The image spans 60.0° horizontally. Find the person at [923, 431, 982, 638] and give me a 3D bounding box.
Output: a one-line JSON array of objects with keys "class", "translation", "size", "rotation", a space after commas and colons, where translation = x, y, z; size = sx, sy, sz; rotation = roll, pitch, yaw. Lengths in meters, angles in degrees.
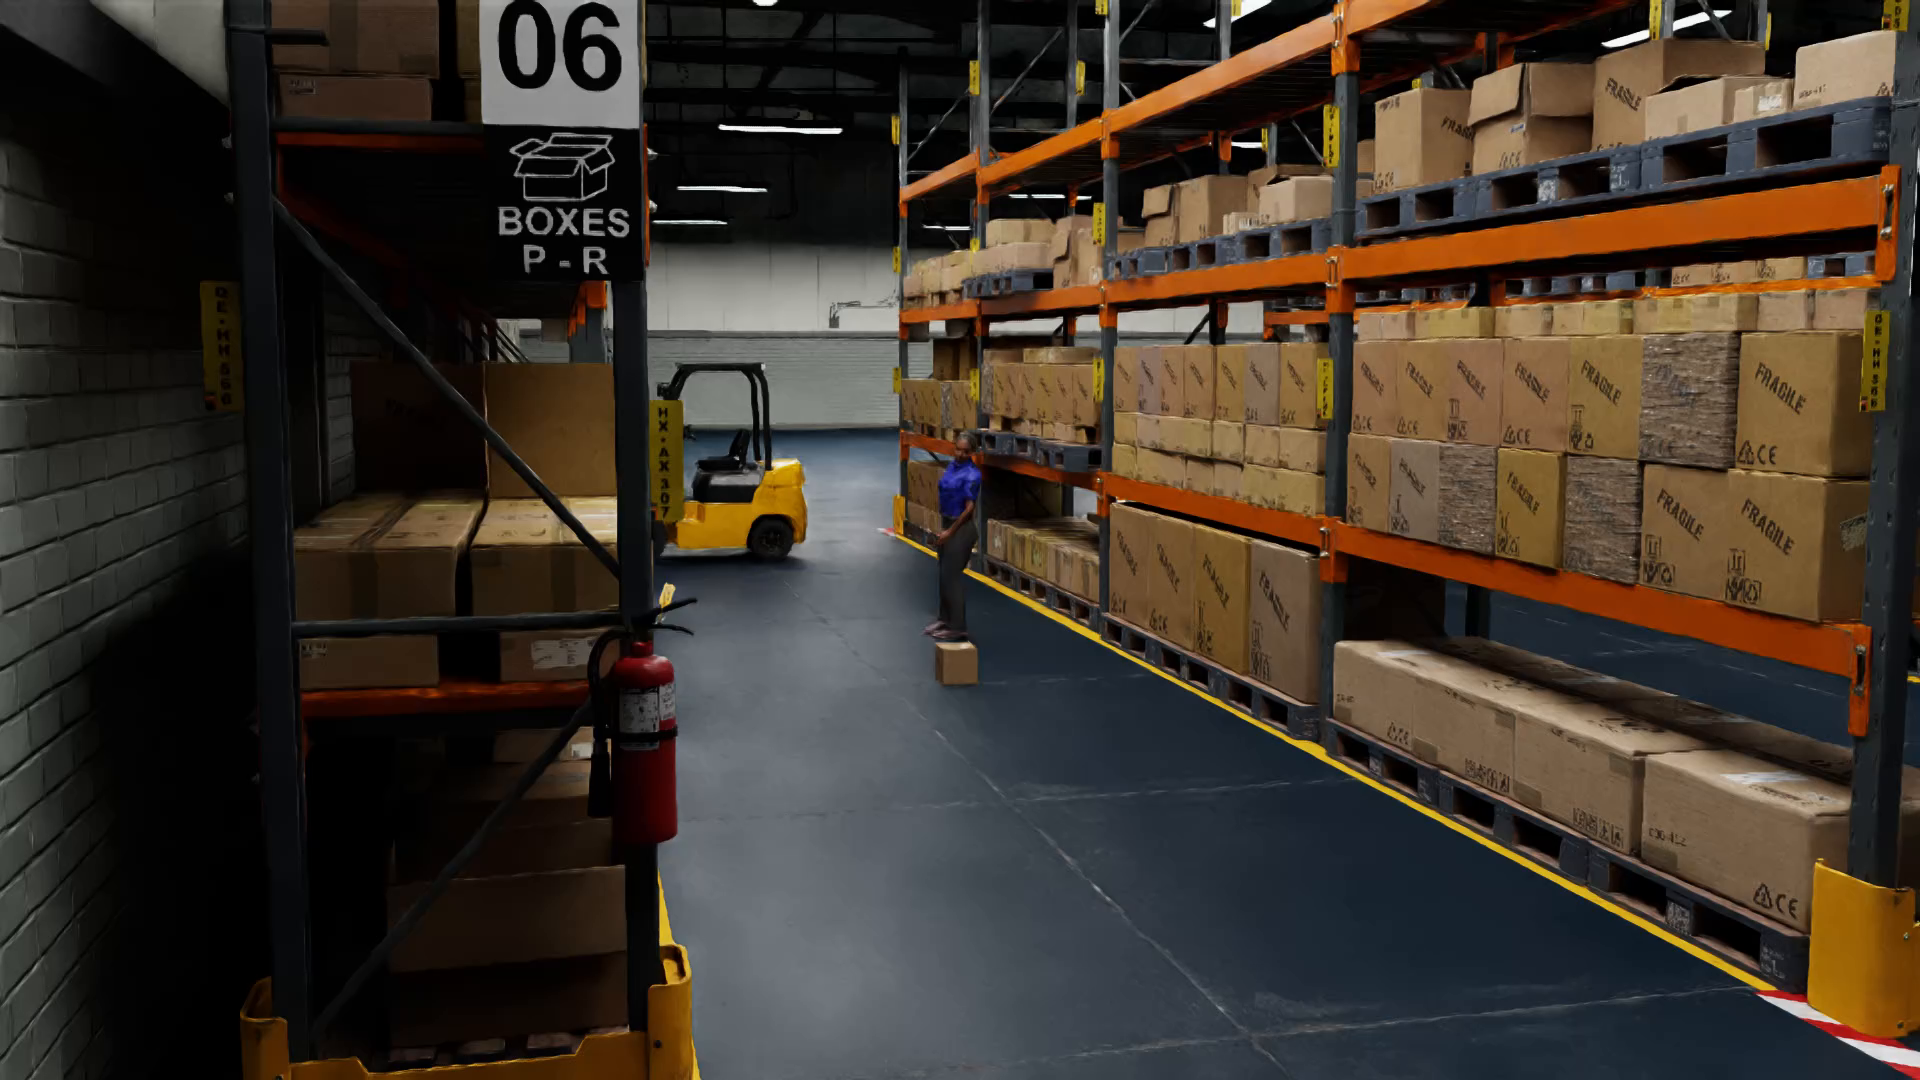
[{"class": "person", "translation": [-0.081, -0.038, 13.206], "size": [0.398, 1.638, 0.557], "rotation": [-3, 7, -25]}]
